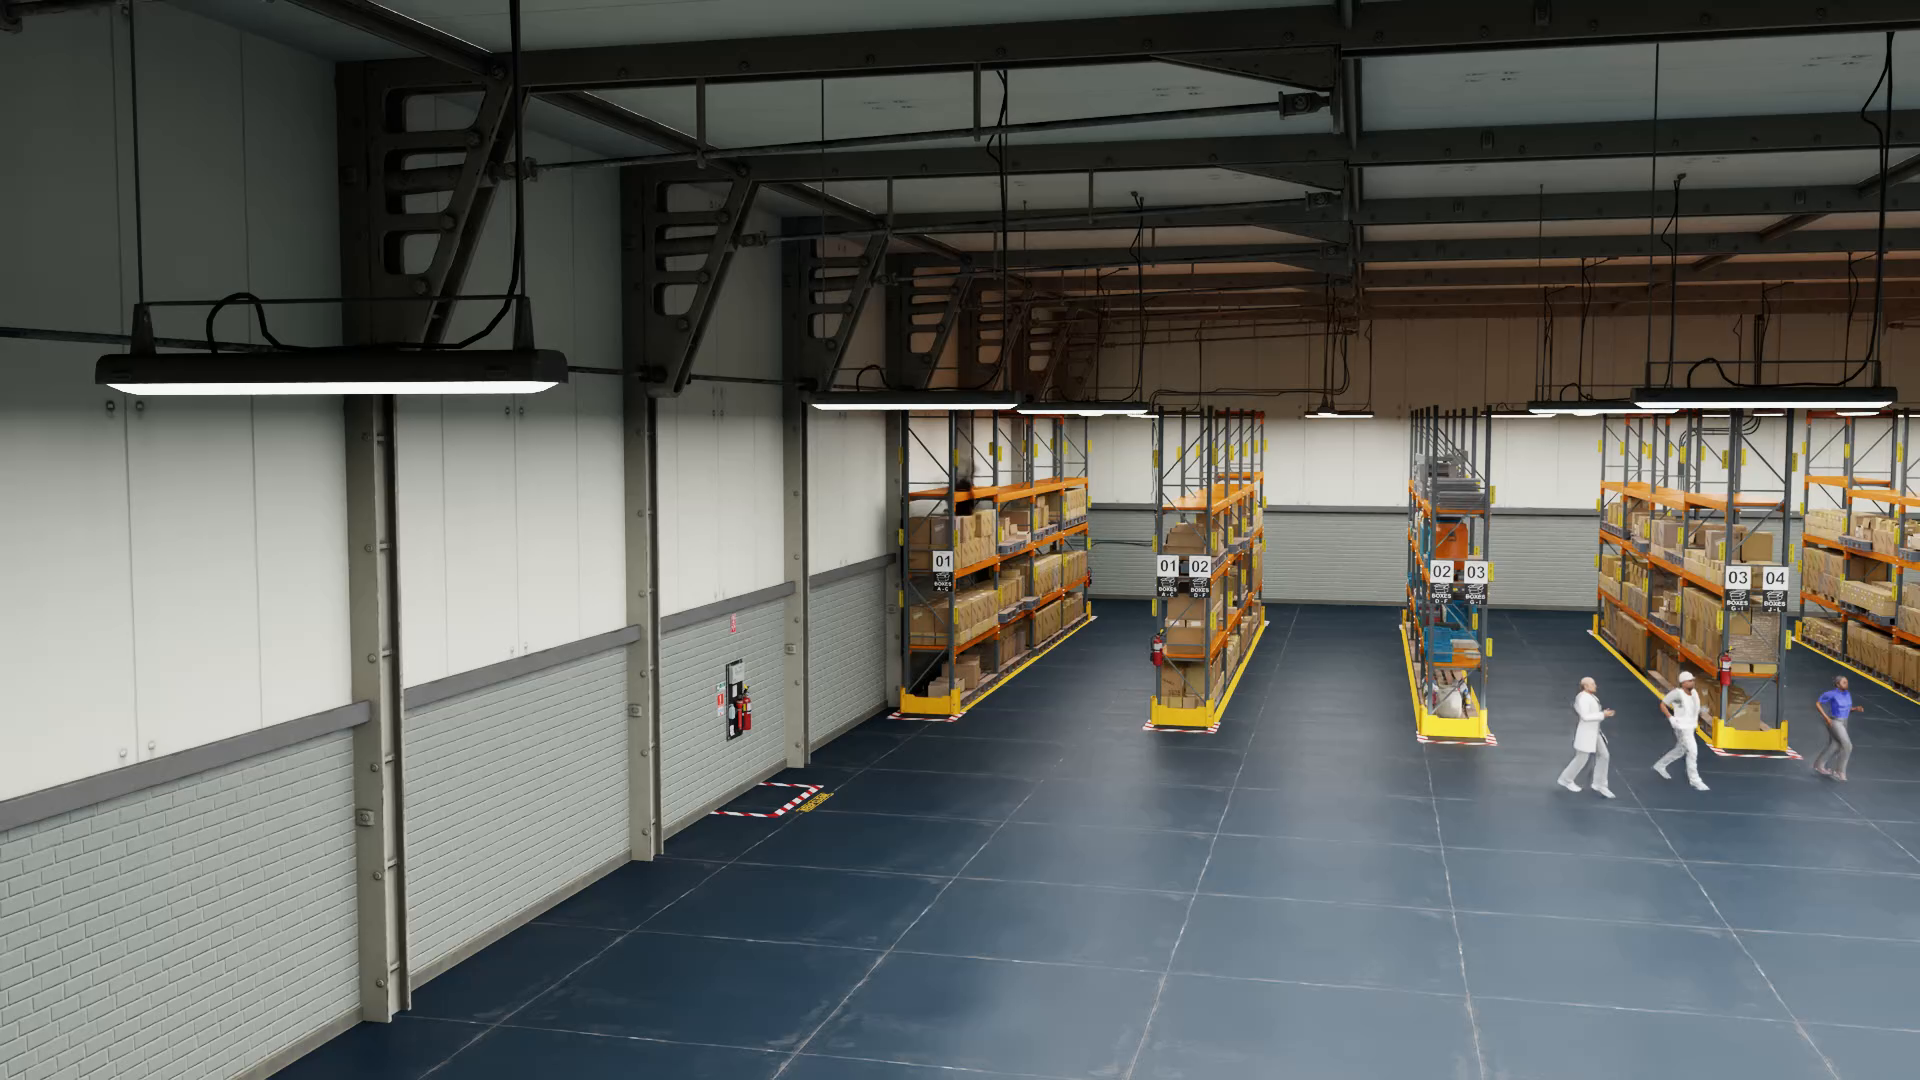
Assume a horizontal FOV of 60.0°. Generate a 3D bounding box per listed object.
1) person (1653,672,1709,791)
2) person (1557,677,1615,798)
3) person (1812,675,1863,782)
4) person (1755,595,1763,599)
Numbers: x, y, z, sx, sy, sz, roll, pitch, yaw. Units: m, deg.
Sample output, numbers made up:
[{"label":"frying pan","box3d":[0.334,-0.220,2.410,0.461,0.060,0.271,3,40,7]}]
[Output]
[{"label":"person","box3d":[11.363,2.955,26.070,0.662,1.804,0.891,-4,5,-41]},{"label":"person","box3d":[9.572,3.001,25.384,0.832,1.831,0.685,3,5,37]},{"label":"person","box3d":[14.031,3.011,26.583,0.546,1.723,0.747,-3,5,-34]},{"label":"person","box3d":[20.742,1.686,43.779,0.846,1.792,0.720,-2,5,-26]}]
